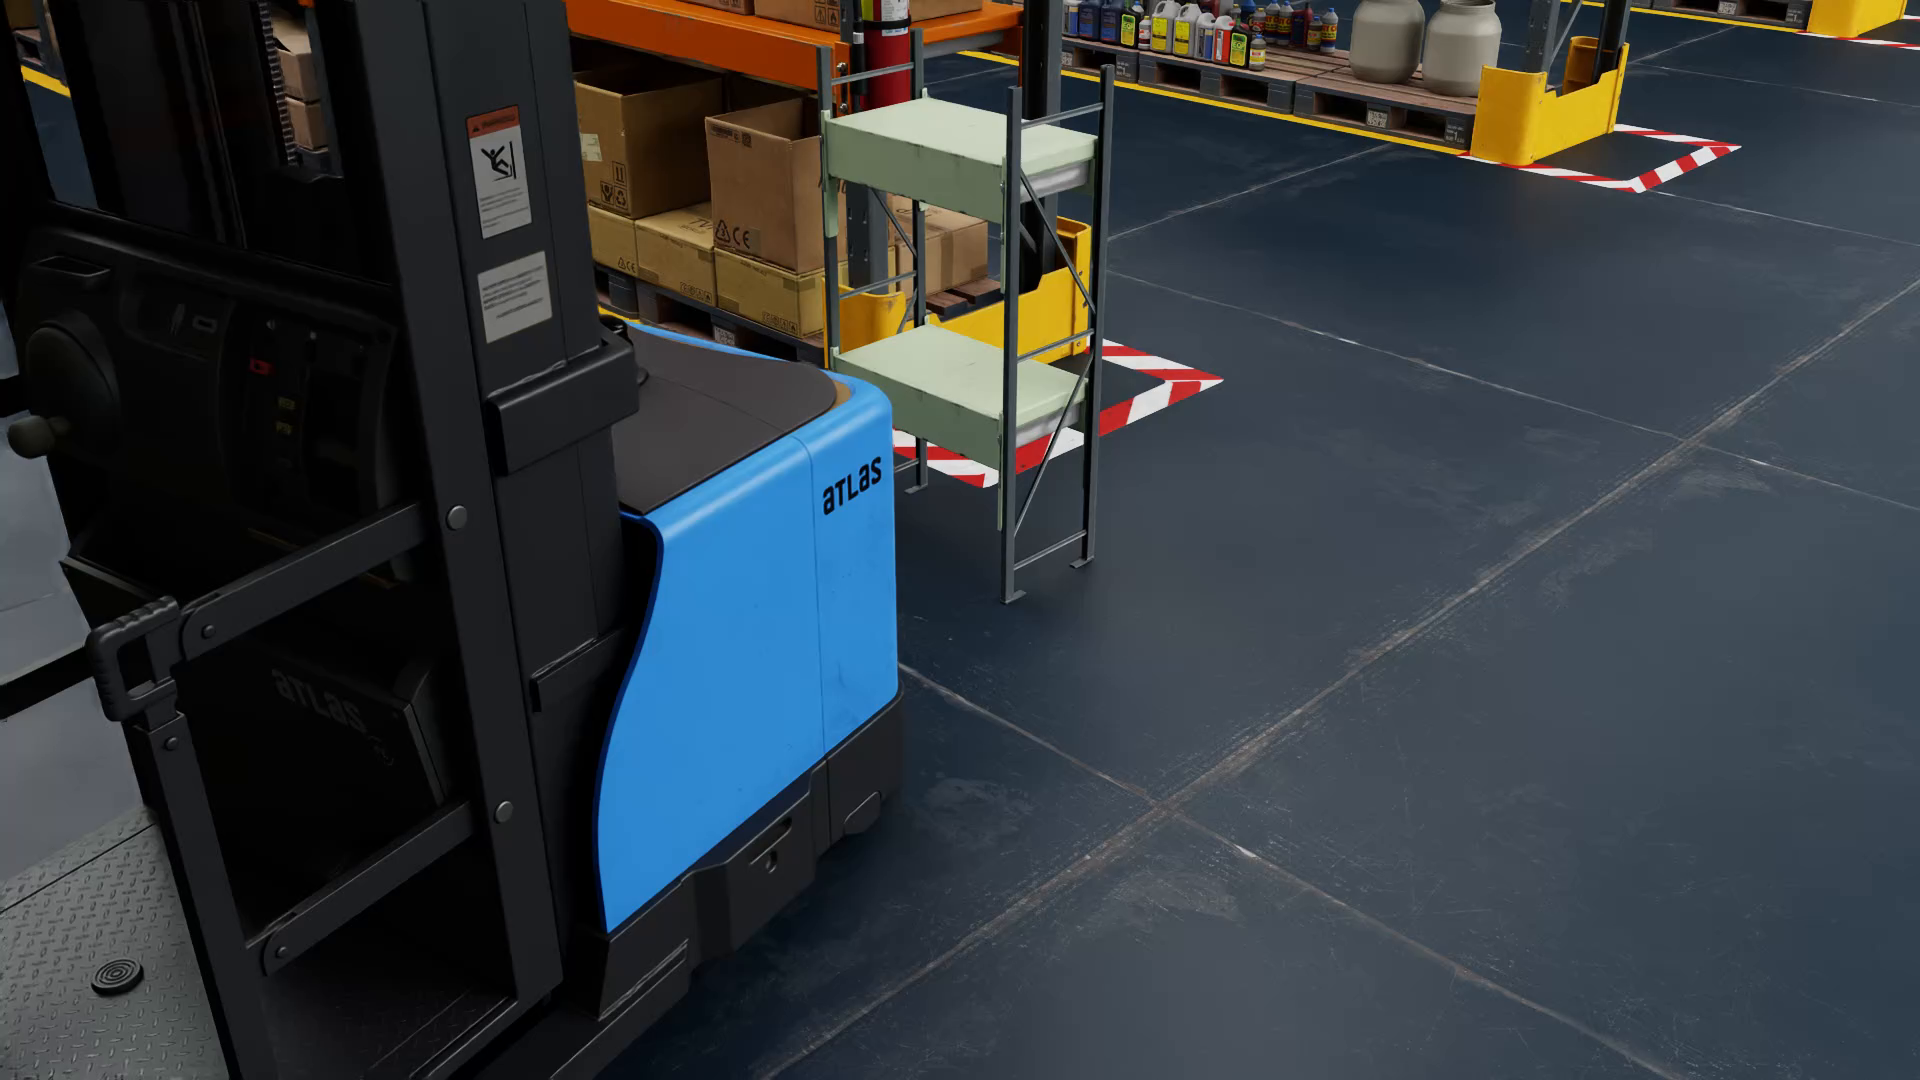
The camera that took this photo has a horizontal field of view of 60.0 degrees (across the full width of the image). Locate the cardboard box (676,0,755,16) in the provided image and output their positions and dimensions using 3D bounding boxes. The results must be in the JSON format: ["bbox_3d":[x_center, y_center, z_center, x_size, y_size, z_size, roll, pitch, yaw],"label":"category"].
[{"bbox_3d":[-0.712,-2.348,6.385,0.700,0.500,0.500,-24,36,-38],"label":"cardboard box"}]

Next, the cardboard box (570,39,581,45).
[{"bbox_3d":[-2.038,-2.002,7.532,0.500,0.500,0.500,25,36,38],"label":"cardboard box"}]

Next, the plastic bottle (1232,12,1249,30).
[{"bbox_3d":[1.762,-3.193,10.546,0.133,0.283,0.061,25,36,38],"label":"plastic bottle"}]

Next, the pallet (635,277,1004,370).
[{"bbox_3d":[-0.585,-0.979,6.885,1.213,0.211,1.003,25,36,38],"label":"pallet"}]

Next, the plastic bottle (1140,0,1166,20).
[{"bbox_3d":[1.325,-3.680,11.479,0.135,0.276,0.152,25,36,38],"label":"plastic bottle"}]

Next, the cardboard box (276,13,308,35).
[{"bbox_3d":[-3.728,-2.704,9.071,0.500,0.311,0.500,-24,36,-38],"label":"cardboard box"}]

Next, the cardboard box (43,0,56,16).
[{"bbox_3d":[-5.547,-3.536,10.653,0.500,0.311,0.500,-24,36,-38],"label":"cardboard box"}]

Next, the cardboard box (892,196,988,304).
[{"bbox_3d":[-0.237,-1.195,6.803,0.500,0.250,0.500,25,36,38],"label":"cardboard box"}]

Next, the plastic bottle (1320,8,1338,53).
[{"bbox_3d":[2.391,-3.302,10.766,0.097,0.271,0.097,0,28,0],"label":"plastic bottle"}]

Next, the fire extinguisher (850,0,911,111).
[{"bbox_3d":[-0.251,-1.750,5.439,0.183,0.674,0.296,25,36,38],"label":"fire extinguisher"}]

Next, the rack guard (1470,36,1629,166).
[{"bbox_3d":[3.378,-2.523,9.511,0.348,0.500,1.175,25,36,38],"label":"rack guard"}]

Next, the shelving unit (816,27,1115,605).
[{"bbox_3d":[0.005,-0.662,4.897,0.755,1.500,0.431,25,36,38],"label":"shelving unit"}]

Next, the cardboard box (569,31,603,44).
[{"bbox_3d":[-1.671,-2.176,7.862,0.500,0.500,0.500,25,36,38],"label":"cardboard box"}]

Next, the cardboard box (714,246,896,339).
[{"bbox_3d":[-0.600,-1.023,6.476,0.500,0.250,0.500,25,36,38],"label":"cardboard box"}]

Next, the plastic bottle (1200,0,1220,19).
[{"bbox_3d":[1.680,-3.545,11.215,0.133,0.283,0.061,25,36,38],"label":"plastic bottle"}]

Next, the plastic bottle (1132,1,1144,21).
[{"bbox_3d":[1.163,-3.414,10.979,0.097,0.271,0.097,0,28,0],"label":"plastic bottle"}]

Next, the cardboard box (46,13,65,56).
[{"bbox_3d":[-5.547,-3.288,10.784,0.500,0.250,0.500,24,36,38],"label":"cardboard box"}]

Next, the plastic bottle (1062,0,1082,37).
[{"bbox_3d":[0.783,-3.569,11.268,0.152,0.276,0.135,-24,36,-37],"label":"plastic bottle"}]

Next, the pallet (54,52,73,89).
[{"bbox_3d":[-5.155,-3.072,10.865,1.213,0.211,1.003,25,36,38],"label":"pallet"}]

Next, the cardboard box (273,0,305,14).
[{"bbox_3d":[-3.706,-3.051,9.730,0.500,0.311,0.500,23,36,37],"label":"cardboard box"}]

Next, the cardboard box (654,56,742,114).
[{"bbox_3d":[-0.960,-1.848,7.240,0.500,0.500,0.500,25,36,38],"label":"cardboard box"}]

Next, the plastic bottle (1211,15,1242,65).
[{"bbox_3d":[1.688,-3.154,10.480,0.135,0.276,0.152,25,37,39],"label":"plastic bottle"}]

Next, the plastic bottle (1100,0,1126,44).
[{"bbox_3d":[1.032,-3.485,11.028,0.185,0.351,0.144,23,35,36],"label":"plastic bottle"}]

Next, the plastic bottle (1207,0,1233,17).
[{"bbox_3d":[1.755,-3.578,11.285,0.152,0.276,0.135,-25,36,-38],"label":"plastic bottle"}]

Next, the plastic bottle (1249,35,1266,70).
[{"bbox_3d":[1.848,-3.030,10.323,0.097,0.201,0.097,0,28,0],"label":"plastic bottle"}]

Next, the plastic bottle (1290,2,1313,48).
[{"bbox_3d":[2.242,-3.387,10.915,0.061,0.283,0.133,-25,36,-38],"label":"plastic bottle"}]

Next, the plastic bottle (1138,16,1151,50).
[{"bbox_3d":[1.218,-3.319,10.872,0.097,0.201,0.097,0,28,0],"label":"plastic bottle"}]

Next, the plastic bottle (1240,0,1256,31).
[{"bbox_3d":[1.931,-3.513,11.166,0.097,0.271,0.097,0,28,0],"label":"plastic bottle"}]

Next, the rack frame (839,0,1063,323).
[{"bbox_3d":[-0.010,-1.977,5.788,0.127,3.000,1.000,25,36,38],"label":"rack frame"}]

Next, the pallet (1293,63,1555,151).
[{"bbox_3d":[2.803,-2.662,10.086,1.213,0.211,1.003,25,36,38],"label":"pallet"}]

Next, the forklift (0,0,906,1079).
[{"bbox_3d":[-1.343,-0.222,2.523,1.130,2.935,3.031,16,32,28],"label":"forklift"}]

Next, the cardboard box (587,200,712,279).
[{"bbox_3d":[-1.322,-1.345,7.088,0.500,0.250,0.500,25,36,38],"label":"cardboard box"}]

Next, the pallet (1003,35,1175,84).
[{"bbox_3d":[1.063,-3.458,11.600,1.213,0.211,1.003,25,36,38],"label":"pallet"}]

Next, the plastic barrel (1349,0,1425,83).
[{"bbox_3d":[2.585,-3.058,10.064,0.421,0.512,0.421,0,28,0],"label":"plastic barrel"}]

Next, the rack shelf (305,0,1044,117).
[{"bbox_3d":[-1.436,-2.312,7.196,4.000,0.370,1.077,25,36,38],"label":"rack shelf"}]

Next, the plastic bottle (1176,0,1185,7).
[{"bbox_3d":[1.557,-3.701,11.512,0.061,0.283,0.133,-22,35,-36],"label":"plastic bottle"}]

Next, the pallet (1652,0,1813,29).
[{"bbox_3d":[6.329,-4.331,13.260,1.213,0.211,1.003,25,36,38],"label":"pallet"}]

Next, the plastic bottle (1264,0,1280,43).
[{"bbox_3d":[2.075,-3.447,11.041,0.097,0.271,0.097,0,28,0],"label":"plastic bottle"}]

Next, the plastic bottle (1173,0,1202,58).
[{"bbox_3d":[1.468,-3.285,10.649,0.144,0.351,0.185,-24,36,-37],"label":"plastic bottle"}]

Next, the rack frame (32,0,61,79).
[{"bbox_3d":[-5.715,-4.588,10.752,0.127,3.000,1.000,25,36,38],"label":"rack frame"}]

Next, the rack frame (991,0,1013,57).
[{"bbox_3d":[0.613,-4.925,11.394,0.127,3.000,1.000,25,36,38],"label":"rack frame"}]

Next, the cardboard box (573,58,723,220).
[{"bbox_3d":[-1.324,-1.676,6.912,0.500,0.500,0.500,25,36,38],"label":"cardboard box"}]

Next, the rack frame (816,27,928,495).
[{"bbox_3d":[-0.256,-0.781,5.124,0.023,1.500,0.400,25,36,38],"label":"rack frame"}]

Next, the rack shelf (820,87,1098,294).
[{"bbox_3d":[0.005,-1.007,4.715,0.720,0.370,0.431,25,36,38],"label":"rack shelf"}]
